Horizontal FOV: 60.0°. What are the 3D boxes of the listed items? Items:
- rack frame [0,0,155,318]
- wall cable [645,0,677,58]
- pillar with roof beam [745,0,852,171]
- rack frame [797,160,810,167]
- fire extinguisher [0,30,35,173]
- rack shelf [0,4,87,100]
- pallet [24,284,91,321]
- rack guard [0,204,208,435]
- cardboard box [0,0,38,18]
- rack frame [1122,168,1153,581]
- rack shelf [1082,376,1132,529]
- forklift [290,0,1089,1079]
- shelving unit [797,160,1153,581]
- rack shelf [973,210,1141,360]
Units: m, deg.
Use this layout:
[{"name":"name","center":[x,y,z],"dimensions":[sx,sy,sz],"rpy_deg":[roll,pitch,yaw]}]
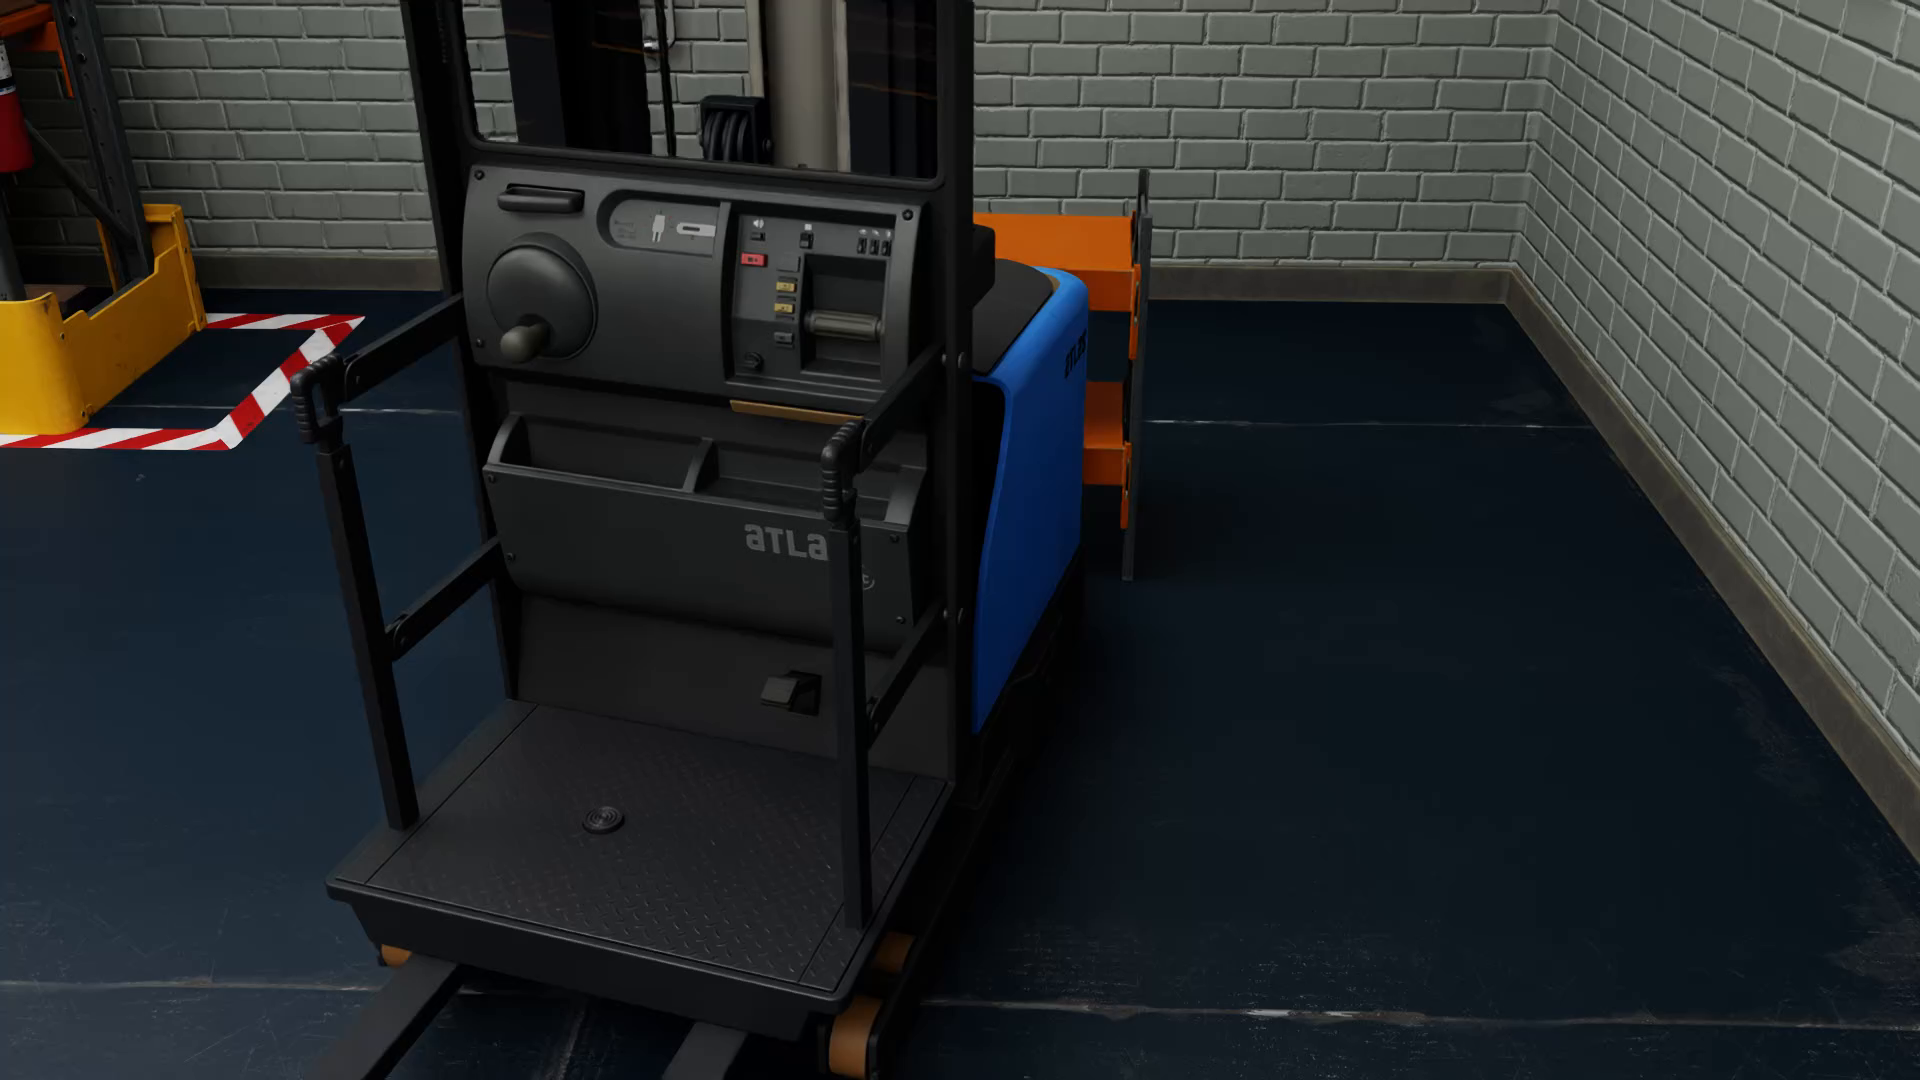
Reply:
[{"name":"rack frame","center":[-3.356,-1.976,5.776],"dimensions":[0.127,3.000,1.000],"rpy_deg":[1,28,2]},{"name":"wall cable","center":[-2.043,-2.847,6.333],"dimensions":[1.851,1.984,0.084],"rpy_deg":[1,28,2]},{"name":"pillar with roof beam","center":[-0.779,-2.972,1.249],"dimensions":[0.400,9.000,9.100],"rpy_deg":[1,28,2]},{"name":"rack frame","center":[-0.488,-0.529,5.047],"dimensions":[0.032,1.125,0.500],"rpy_deg":[2,28,4]},{"name":"fire extinguisher","center":[-3.222,-1.559,5.469],"dimensions":[0.183,0.674,0.296],"rpy_deg":[1,28,2]},{"name":"rack shelf","center":[-5.355,-1.692,6.007],"dimensions":[4.000,0.370,1.077],"rpy_deg":[1,28,2]},{"name":"pallet","center":[-4.158,-0.721,6.385],"dimensions":[1.213,0.211,1.003],"rpy_deg":[1,28,2]},{"name":"rack guard","center":[-3.332,-0.872,6.360],"dimensions":[0.348,0.500,1.175],"rpy_deg":[1,28,2]},{"name":"cardboard box","center":[-3.866,-2.113,5.713],"dimensions":[0.700,0.700,0.980],"rpy_deg":[2,28,4]},{"name":"rack frame","center":[0.525,-0.490,4.974],"dimensions":[0.032,1.125,0.500],"rpy_deg":[2,28,4]},{"name":"rack shelf","center":[0.019,-0.294,5.125],"dimensions":[1.000,0.278,0.538],"rpy_deg":[2,28,4]},{"name":"forklift","center":[-0.584,-0.449,2.969],"dimensions":[1.130,2.935,3.031],"rpy_deg":[8,29,15]},{"name":"shelving unit","center":[0.019,-0.510,5.011],"dimensions":[1.048,1.125,0.538],"rpy_deg":[2,28,4]},{"name":"rack shelf","center":[0.019,-0.768,4.873],"dimensions":[1.000,0.278,0.538],"rpy_deg":[2,28,4]}]
